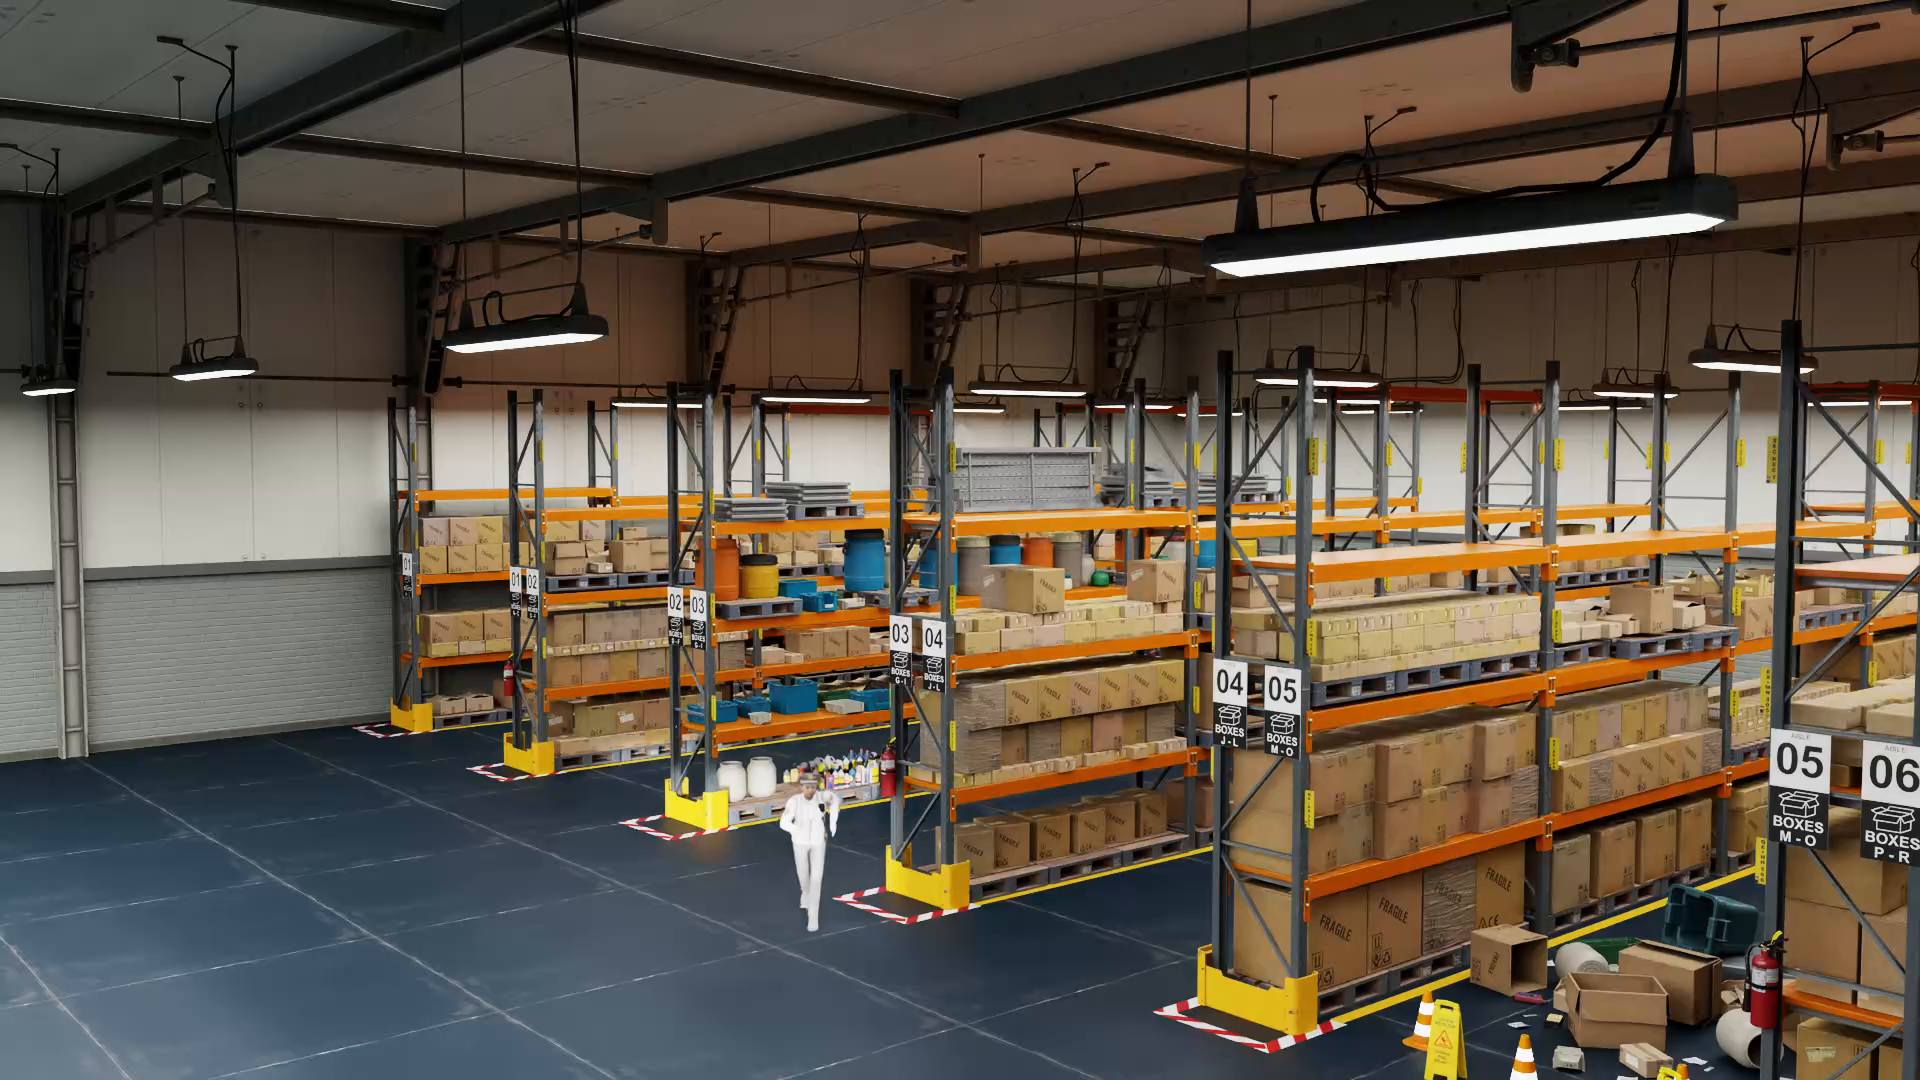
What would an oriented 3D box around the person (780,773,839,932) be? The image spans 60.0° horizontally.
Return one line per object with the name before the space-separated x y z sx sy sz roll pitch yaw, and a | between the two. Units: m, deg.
person | -1.623 3.311 17.971 0.646 1.707 0.927 0 3 -8
